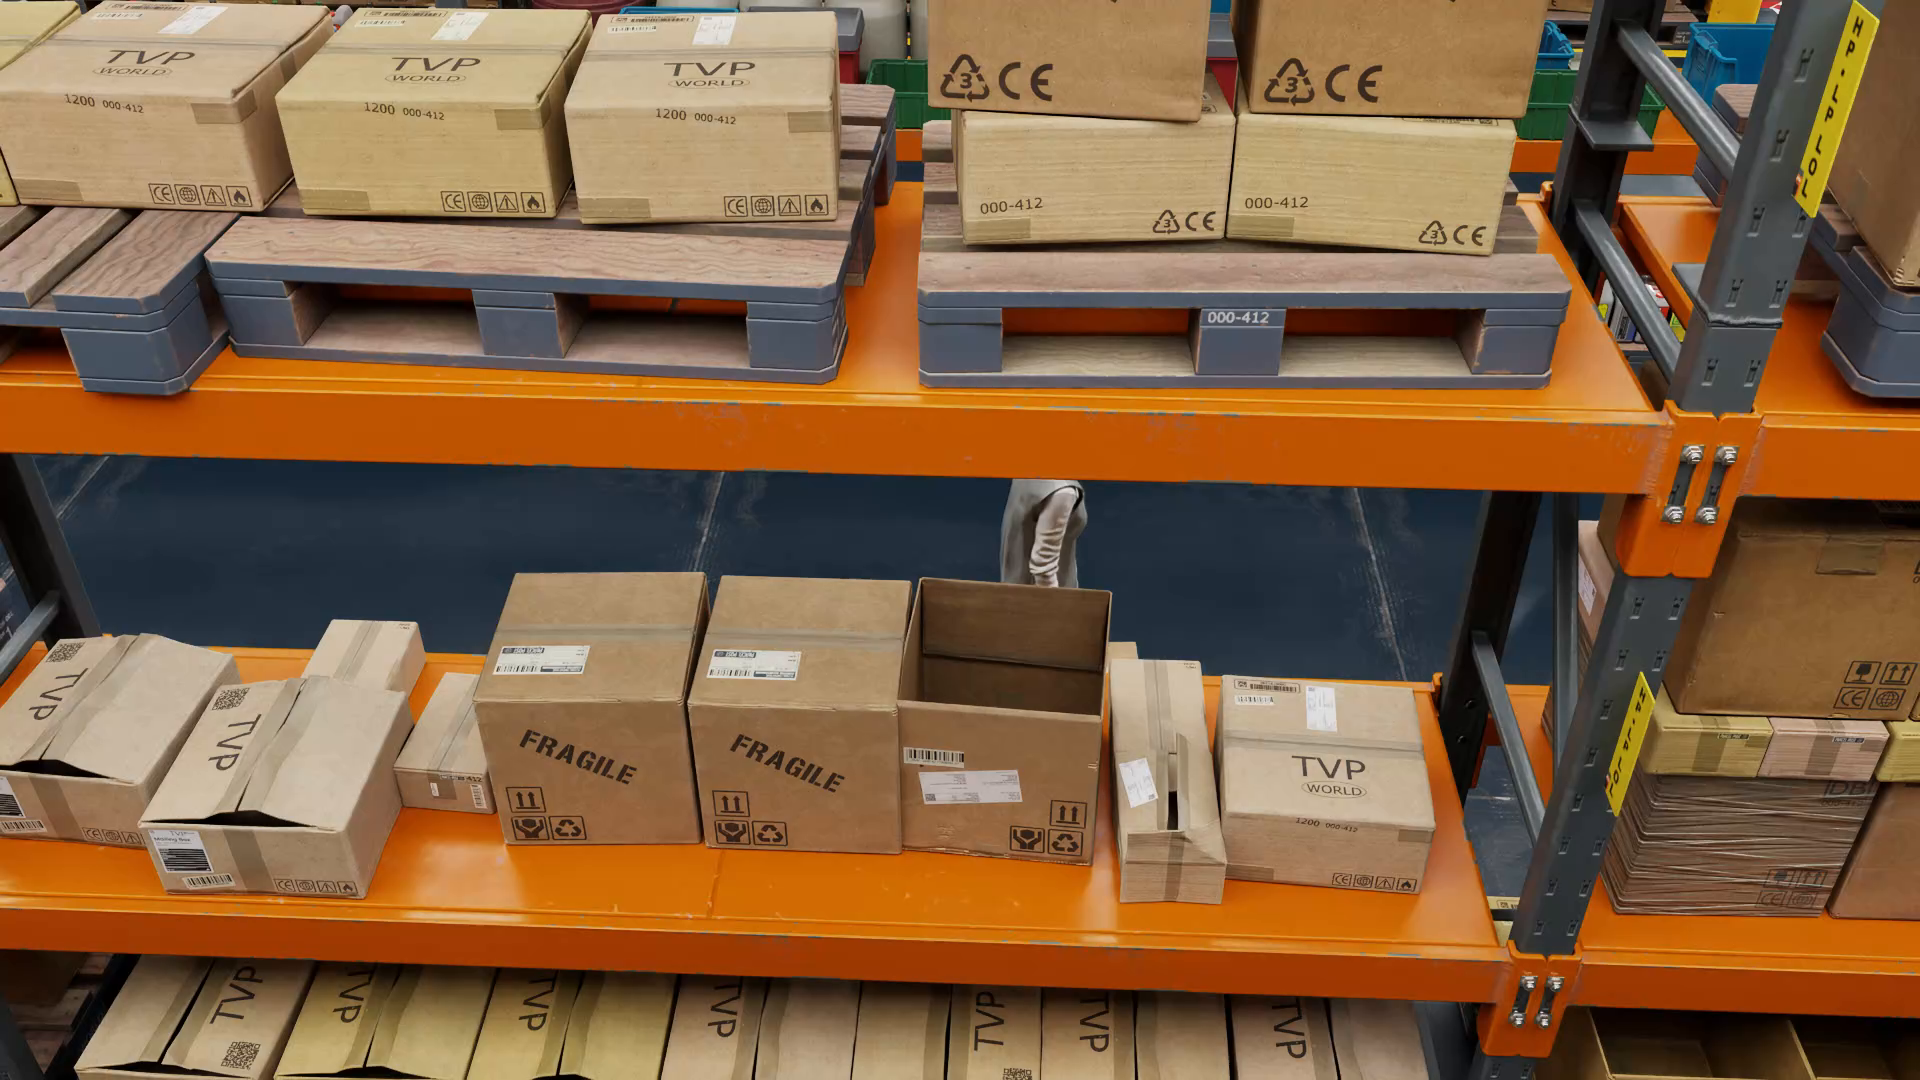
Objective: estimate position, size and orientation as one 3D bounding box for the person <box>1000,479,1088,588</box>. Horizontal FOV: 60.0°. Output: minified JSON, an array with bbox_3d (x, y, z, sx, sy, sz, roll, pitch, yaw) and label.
[{"bbox_3d":[0.314,0.183,5.907,0.346,1.592,0.484,0,36,0],"label":"person"}]
